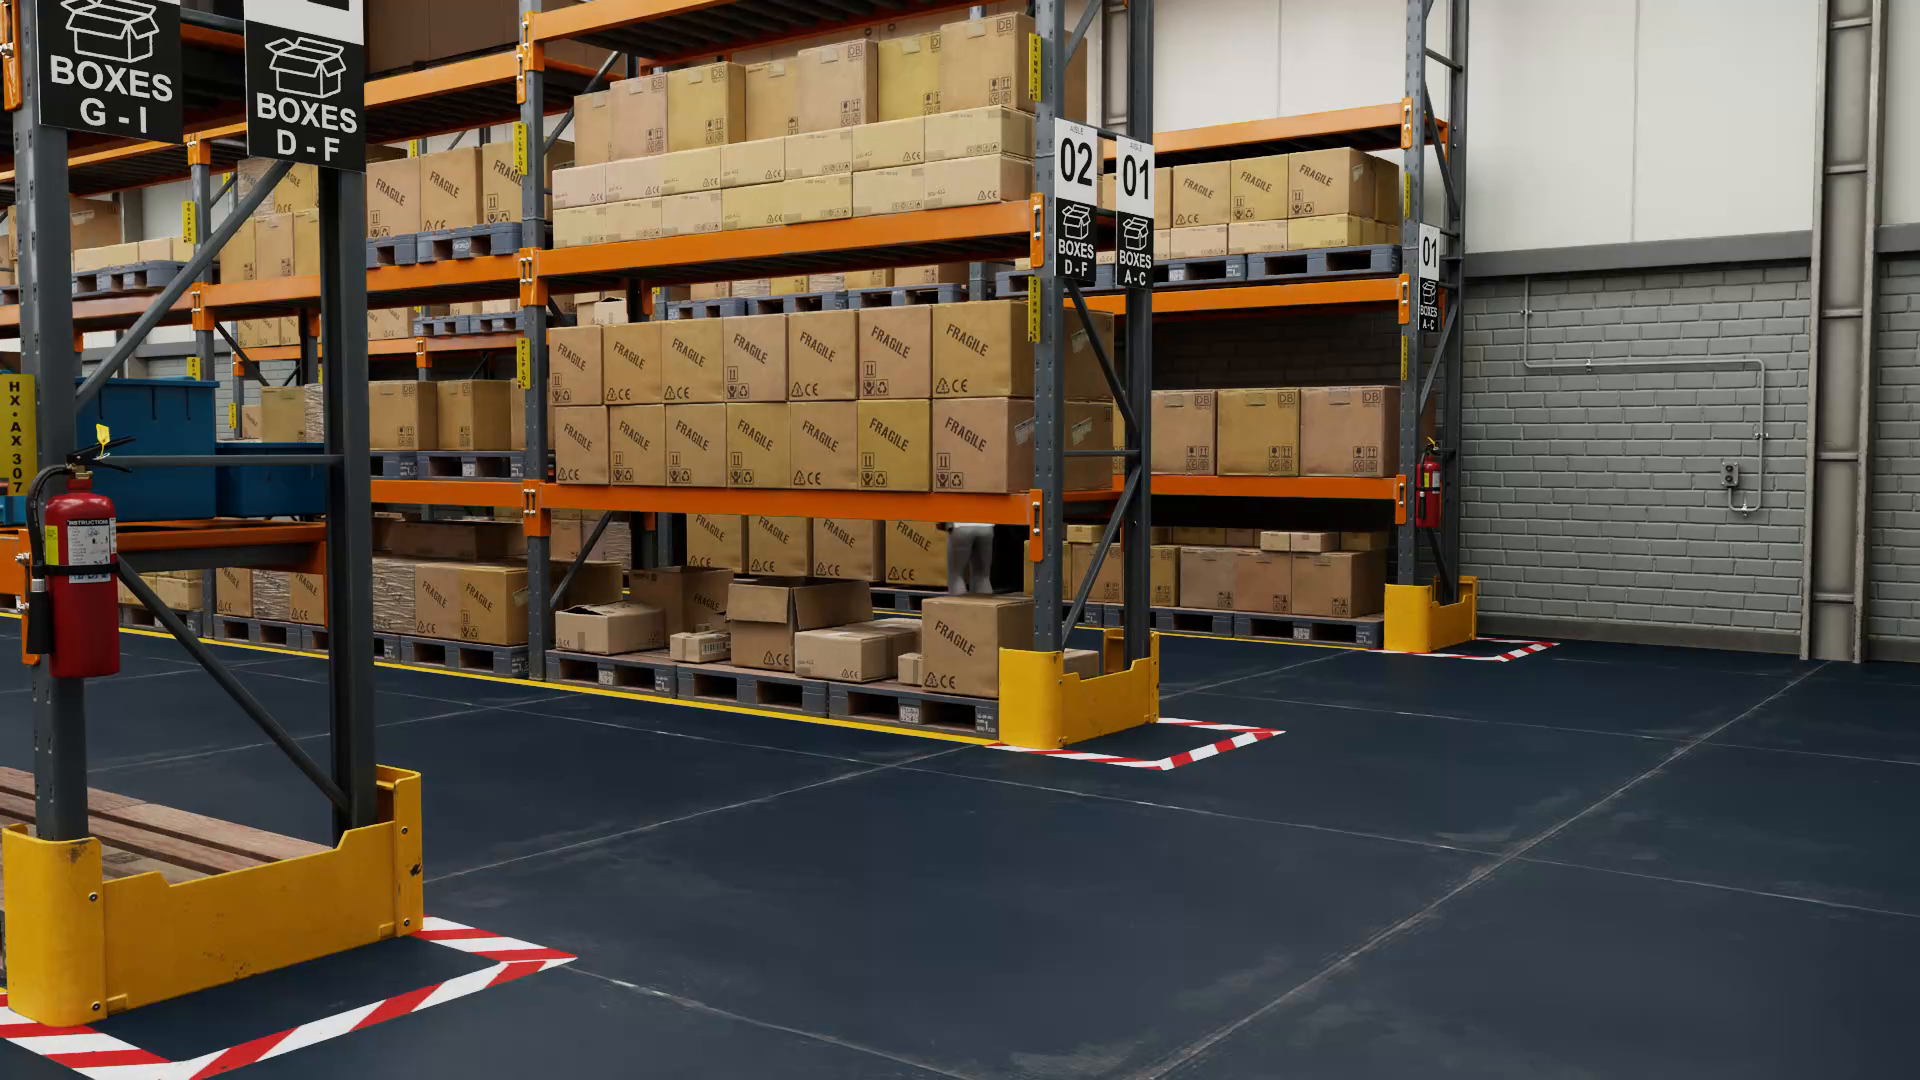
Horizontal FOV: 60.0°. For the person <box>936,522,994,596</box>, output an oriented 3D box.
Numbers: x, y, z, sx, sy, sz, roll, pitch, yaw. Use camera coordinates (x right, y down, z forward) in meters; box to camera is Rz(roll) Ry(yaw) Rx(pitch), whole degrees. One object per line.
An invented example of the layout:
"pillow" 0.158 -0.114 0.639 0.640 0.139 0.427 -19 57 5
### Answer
"person" 0.046 -0.062 13.540 0.451 1.689 0.527 -2 4 -28
